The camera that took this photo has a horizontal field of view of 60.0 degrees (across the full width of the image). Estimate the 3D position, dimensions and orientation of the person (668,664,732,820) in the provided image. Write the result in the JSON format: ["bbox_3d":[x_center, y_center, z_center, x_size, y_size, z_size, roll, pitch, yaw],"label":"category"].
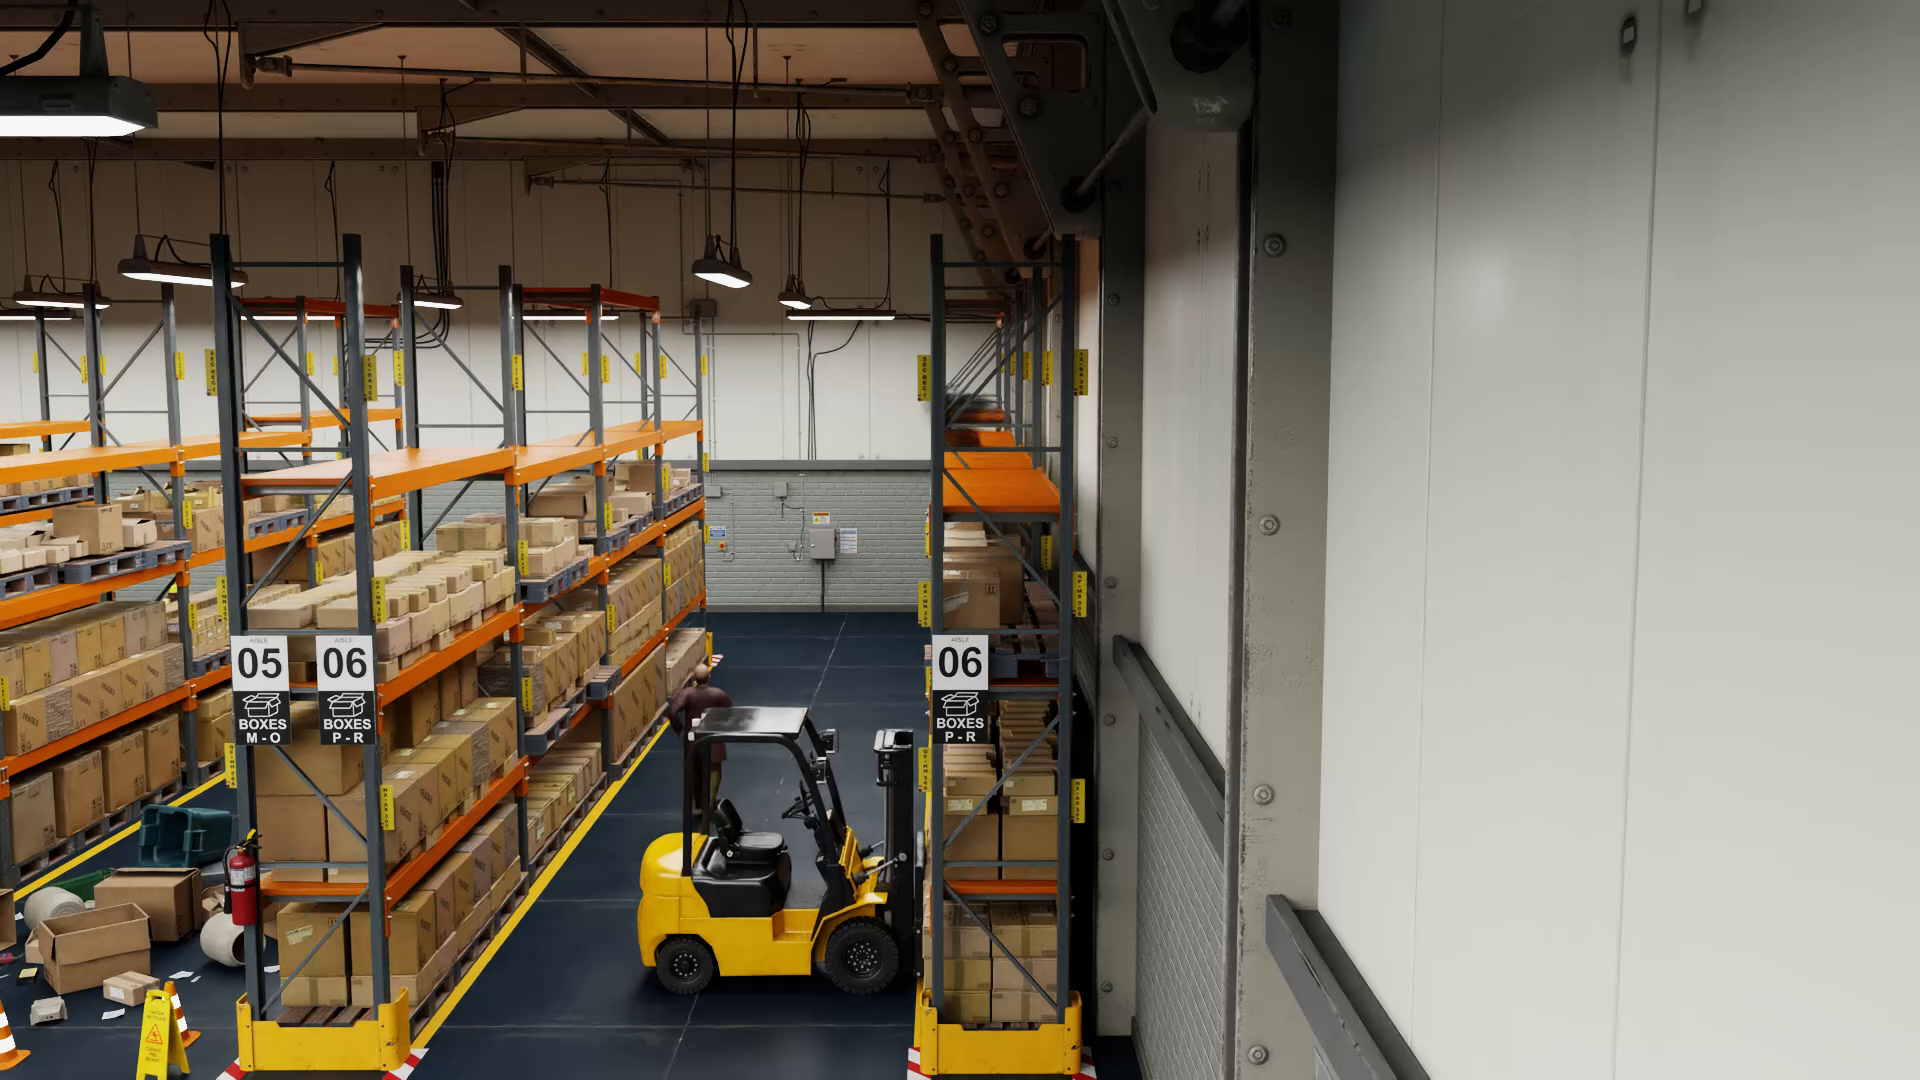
[{"bbox_3d":[-2.856,2.239,18.472,0.725,1.753,1.030,0,6,-4],"label":"person"}]

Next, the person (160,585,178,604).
[{"bbox_3d":[-12.076,1.511,25.598,0.699,1.682,0.711,-2,7,-18],"label":"person"}]
